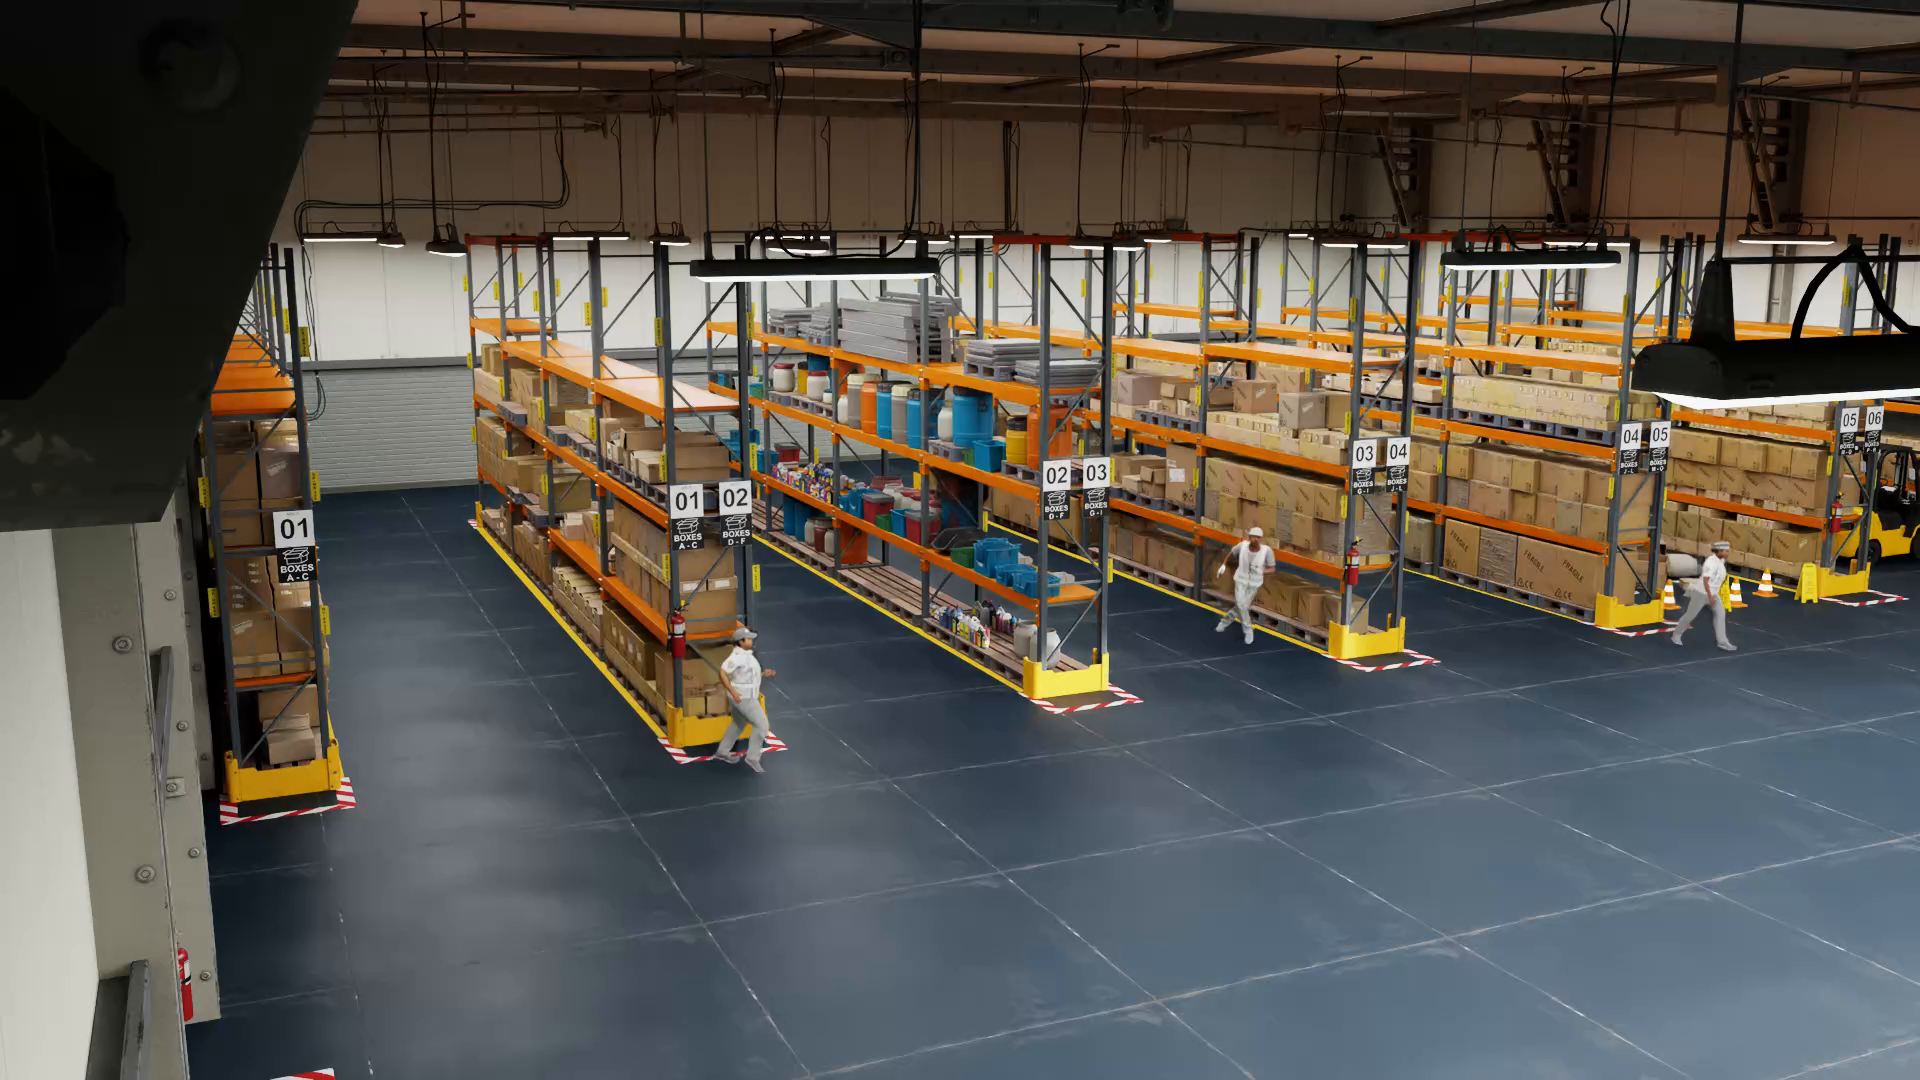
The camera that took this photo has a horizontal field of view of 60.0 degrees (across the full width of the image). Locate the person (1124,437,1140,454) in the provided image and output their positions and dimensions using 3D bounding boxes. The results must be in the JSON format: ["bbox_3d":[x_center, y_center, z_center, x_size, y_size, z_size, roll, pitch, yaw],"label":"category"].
[{"bbox_3d":[3.673,-1.348,35.646,0.590,1.744,0.830,-6,12,-27],"label":"person"}]

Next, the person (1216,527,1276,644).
[{"bbox_3d":[4.205,0.634,24.466,0.807,1.711,0.714,0,11,0],"label":"person"}]

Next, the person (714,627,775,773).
[{"bbox_3d":[-2.500,1.860,19.236,0.738,1.726,0.585,0,11,-2],"label":"person"}]

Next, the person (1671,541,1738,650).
[{"bbox_3d":[11.131,0.802,24.745,0.625,1.623,0.870,-9,14,-39],"label":"person"}]
